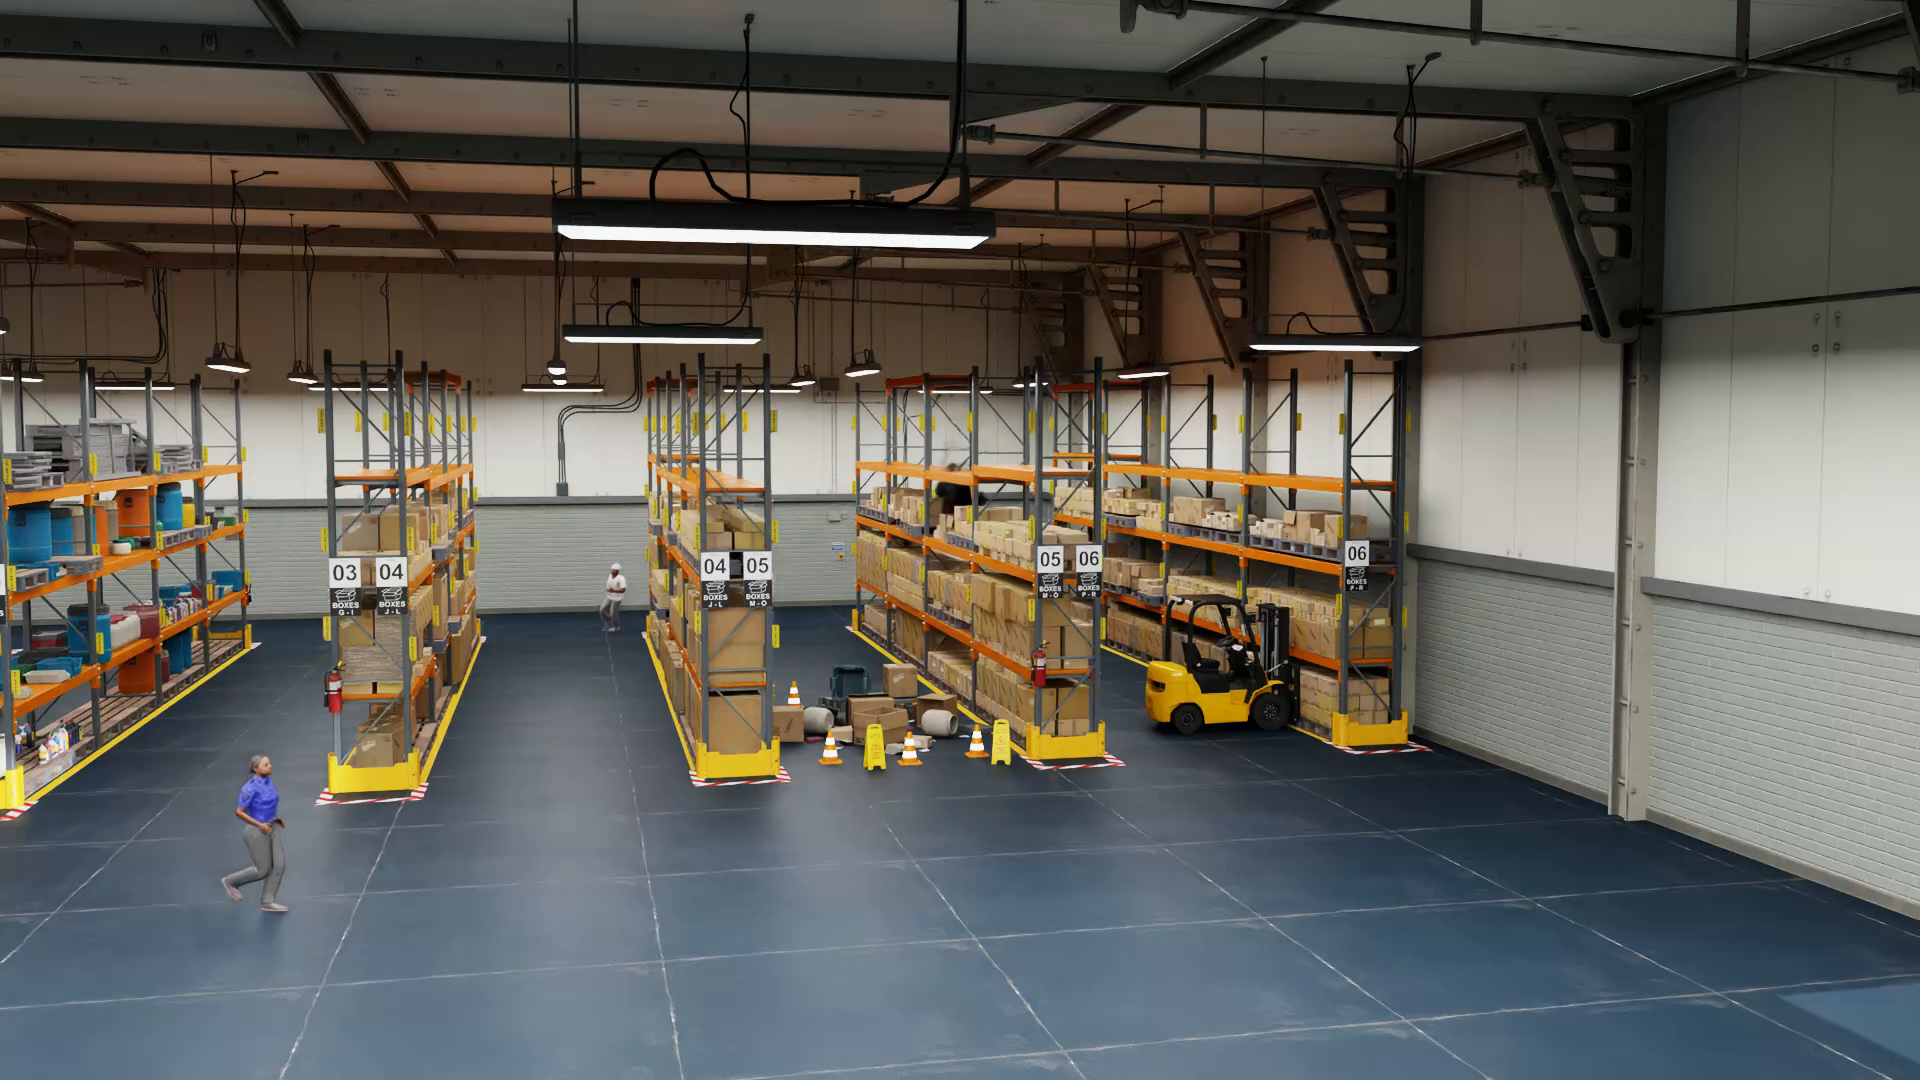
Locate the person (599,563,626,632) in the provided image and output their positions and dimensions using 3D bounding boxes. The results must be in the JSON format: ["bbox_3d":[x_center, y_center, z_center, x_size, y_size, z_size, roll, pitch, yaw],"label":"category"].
[{"bbox_3d":[-8.275,1.386,39.778,0.801,1.684,0.635,3,5,36],"label":"person"}]

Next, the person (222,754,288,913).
[{"bbox_3d":[-7.230,3.054,17.095,0.664,1.532,0.572,0,4,7],"label":"person"}]
